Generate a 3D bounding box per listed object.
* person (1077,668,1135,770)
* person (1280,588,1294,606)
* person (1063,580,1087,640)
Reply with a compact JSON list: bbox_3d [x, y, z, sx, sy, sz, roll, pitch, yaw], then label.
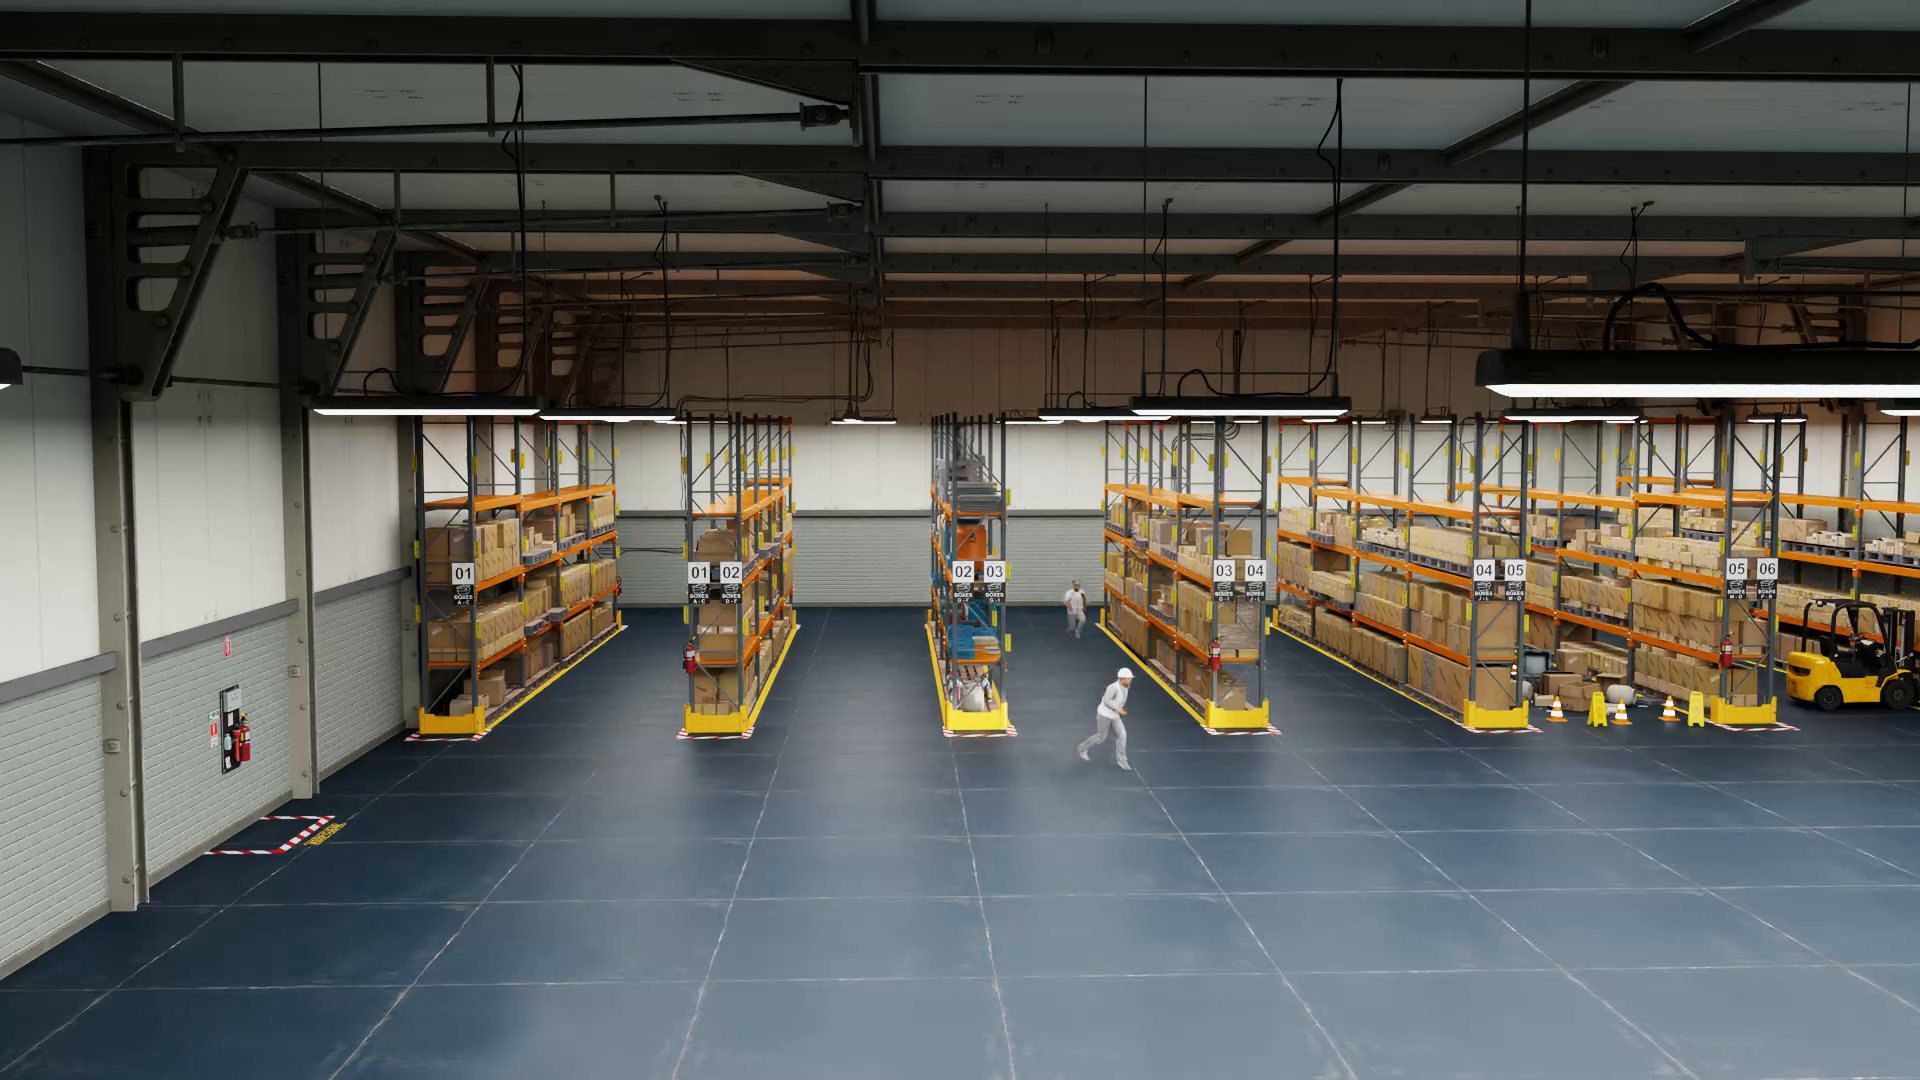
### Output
[{"bbox_3d":[2.454,2.991,27.994,1.045,1.731,0.675,2,4,27],"label":"person"},{"bbox_3d":[9.712,1.596,49.028,0.688,1.630,0.744,1,4,11],"label":"person"},{"bbox_3d":[3.031,1.835,43.484,0.672,1.629,0.896,-1,4,-11],"label":"person"}]
